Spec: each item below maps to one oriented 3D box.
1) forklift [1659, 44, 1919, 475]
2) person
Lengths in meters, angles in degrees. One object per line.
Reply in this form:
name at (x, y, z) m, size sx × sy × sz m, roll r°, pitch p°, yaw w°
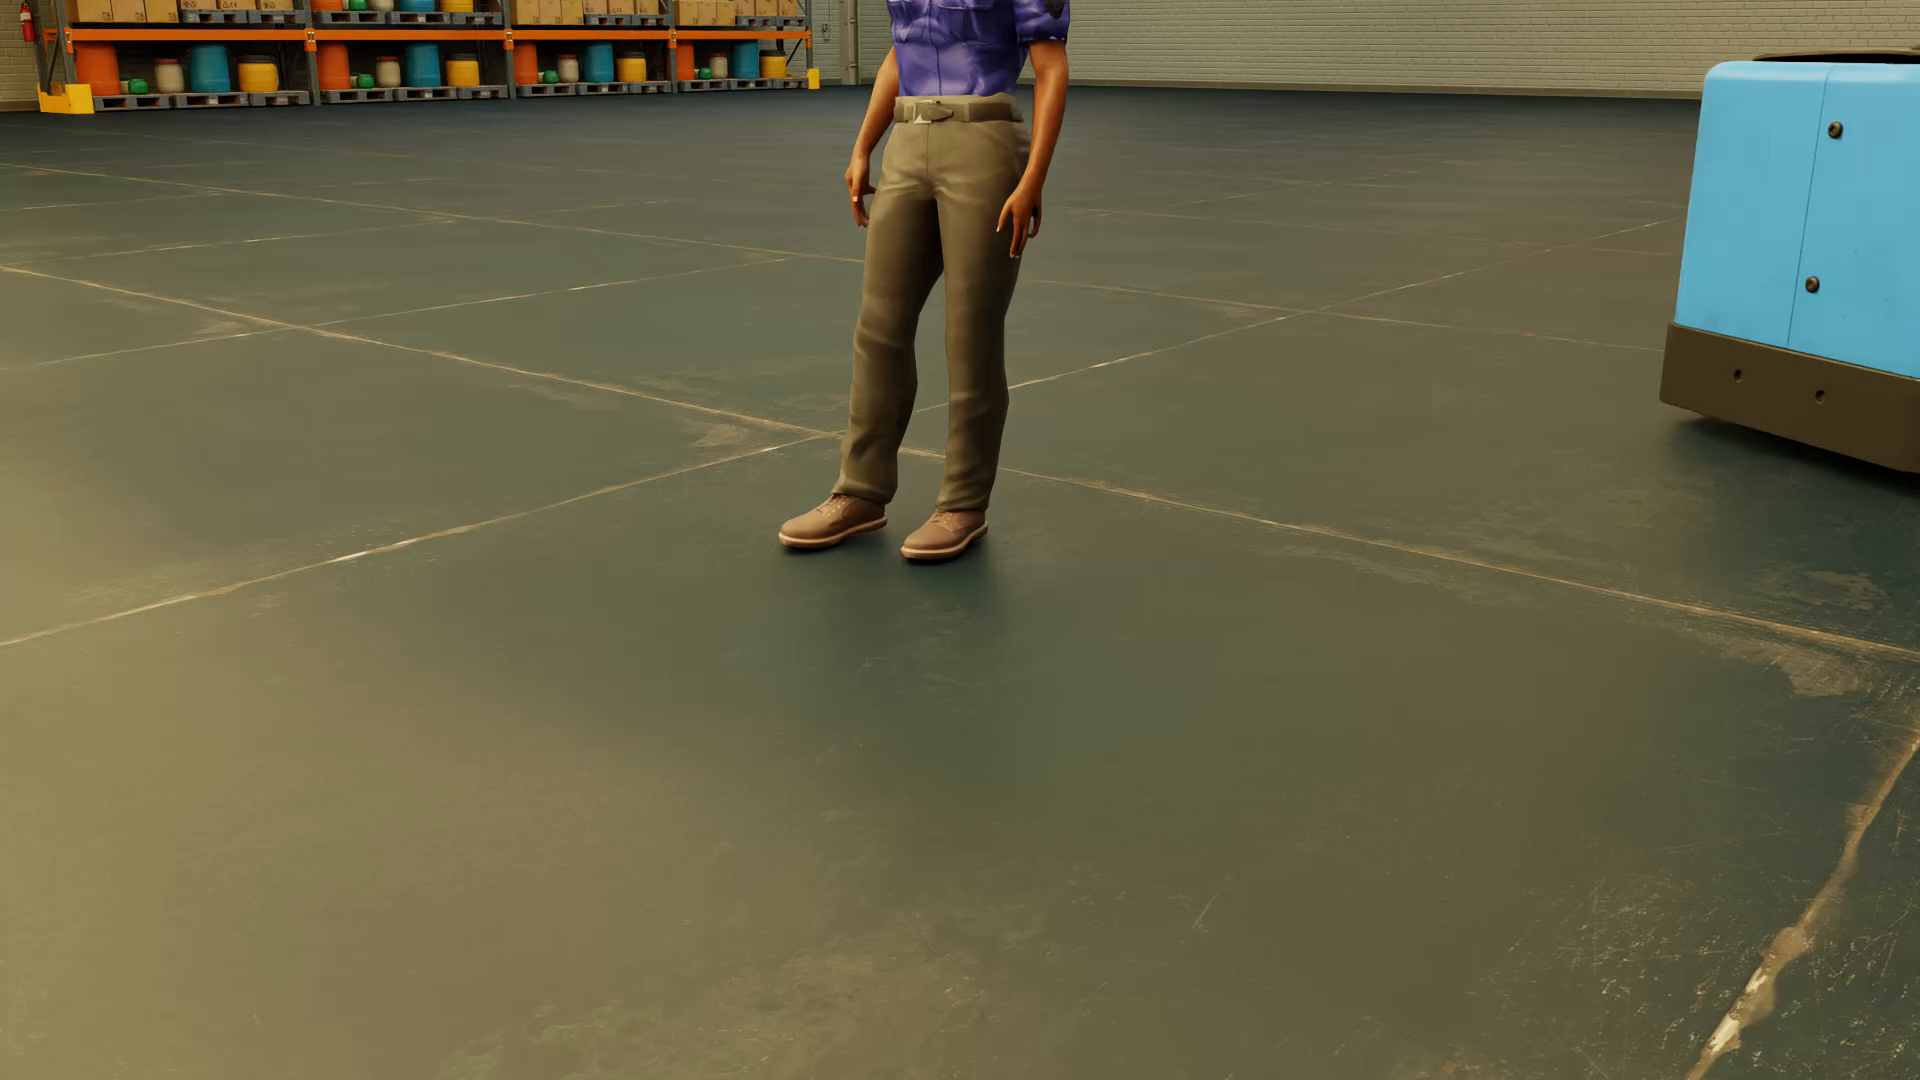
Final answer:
forklift at (3.721, -1.767, 4.715) m, size 3.031 × 2.935 × 1.130 m, roll -5°, pitch 18°, yaw -17°
person at (-0.071, -0.782, 3.646) m, size 0.570 × 1.656 × 0.503 m, roll 13°, pitch 21°, yaw 37°
